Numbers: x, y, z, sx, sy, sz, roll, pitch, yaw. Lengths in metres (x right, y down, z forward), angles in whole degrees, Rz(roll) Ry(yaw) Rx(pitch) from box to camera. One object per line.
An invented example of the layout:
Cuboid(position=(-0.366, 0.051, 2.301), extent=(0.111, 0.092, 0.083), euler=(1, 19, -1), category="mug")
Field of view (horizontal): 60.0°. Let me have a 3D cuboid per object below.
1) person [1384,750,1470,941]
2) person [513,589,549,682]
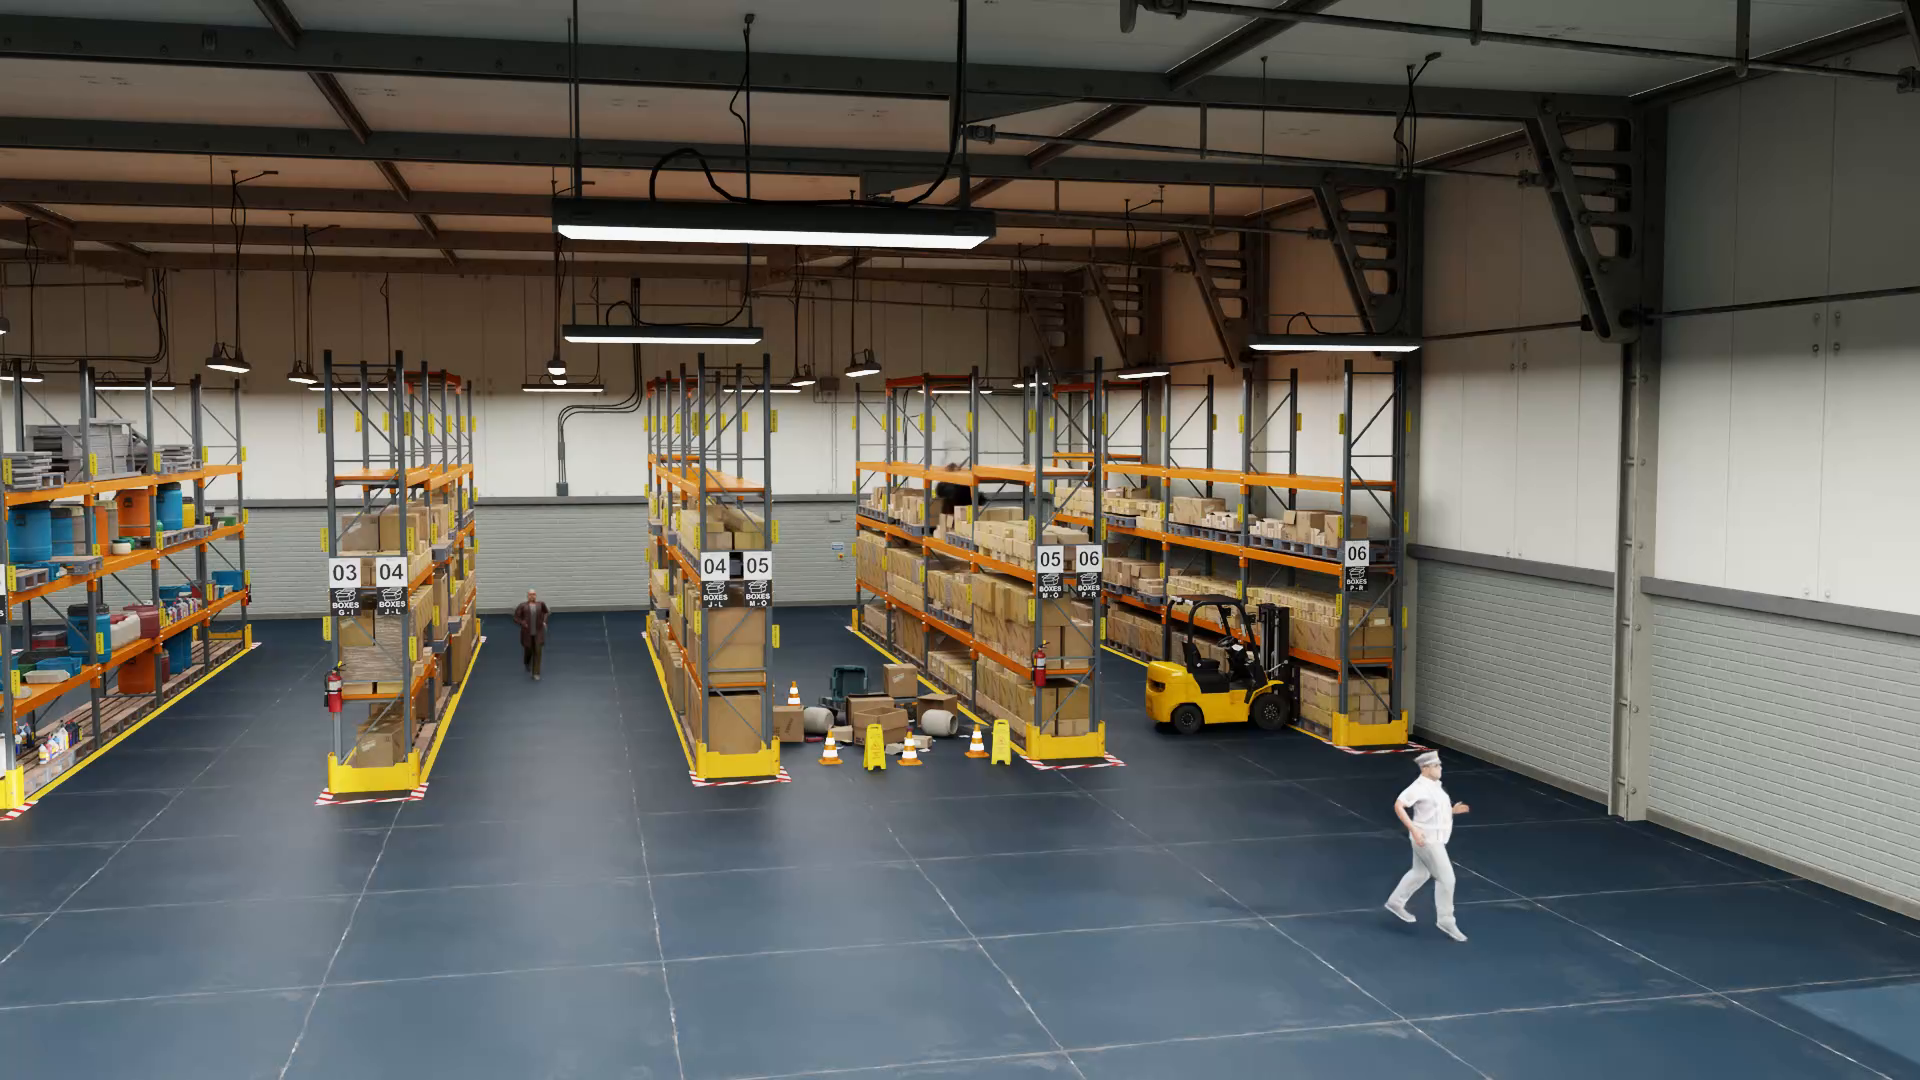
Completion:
Cuboid(position=(4.595, 2.977, 16.359), extent=(0.837, 1.834, 0.640), euler=(2, 4, 25), category="person")
Cuboid(position=(-8.390, 1.844, 32.628), extent=(0.710, 1.770, 0.998), euler=(-2, 4, -22), category="person")
